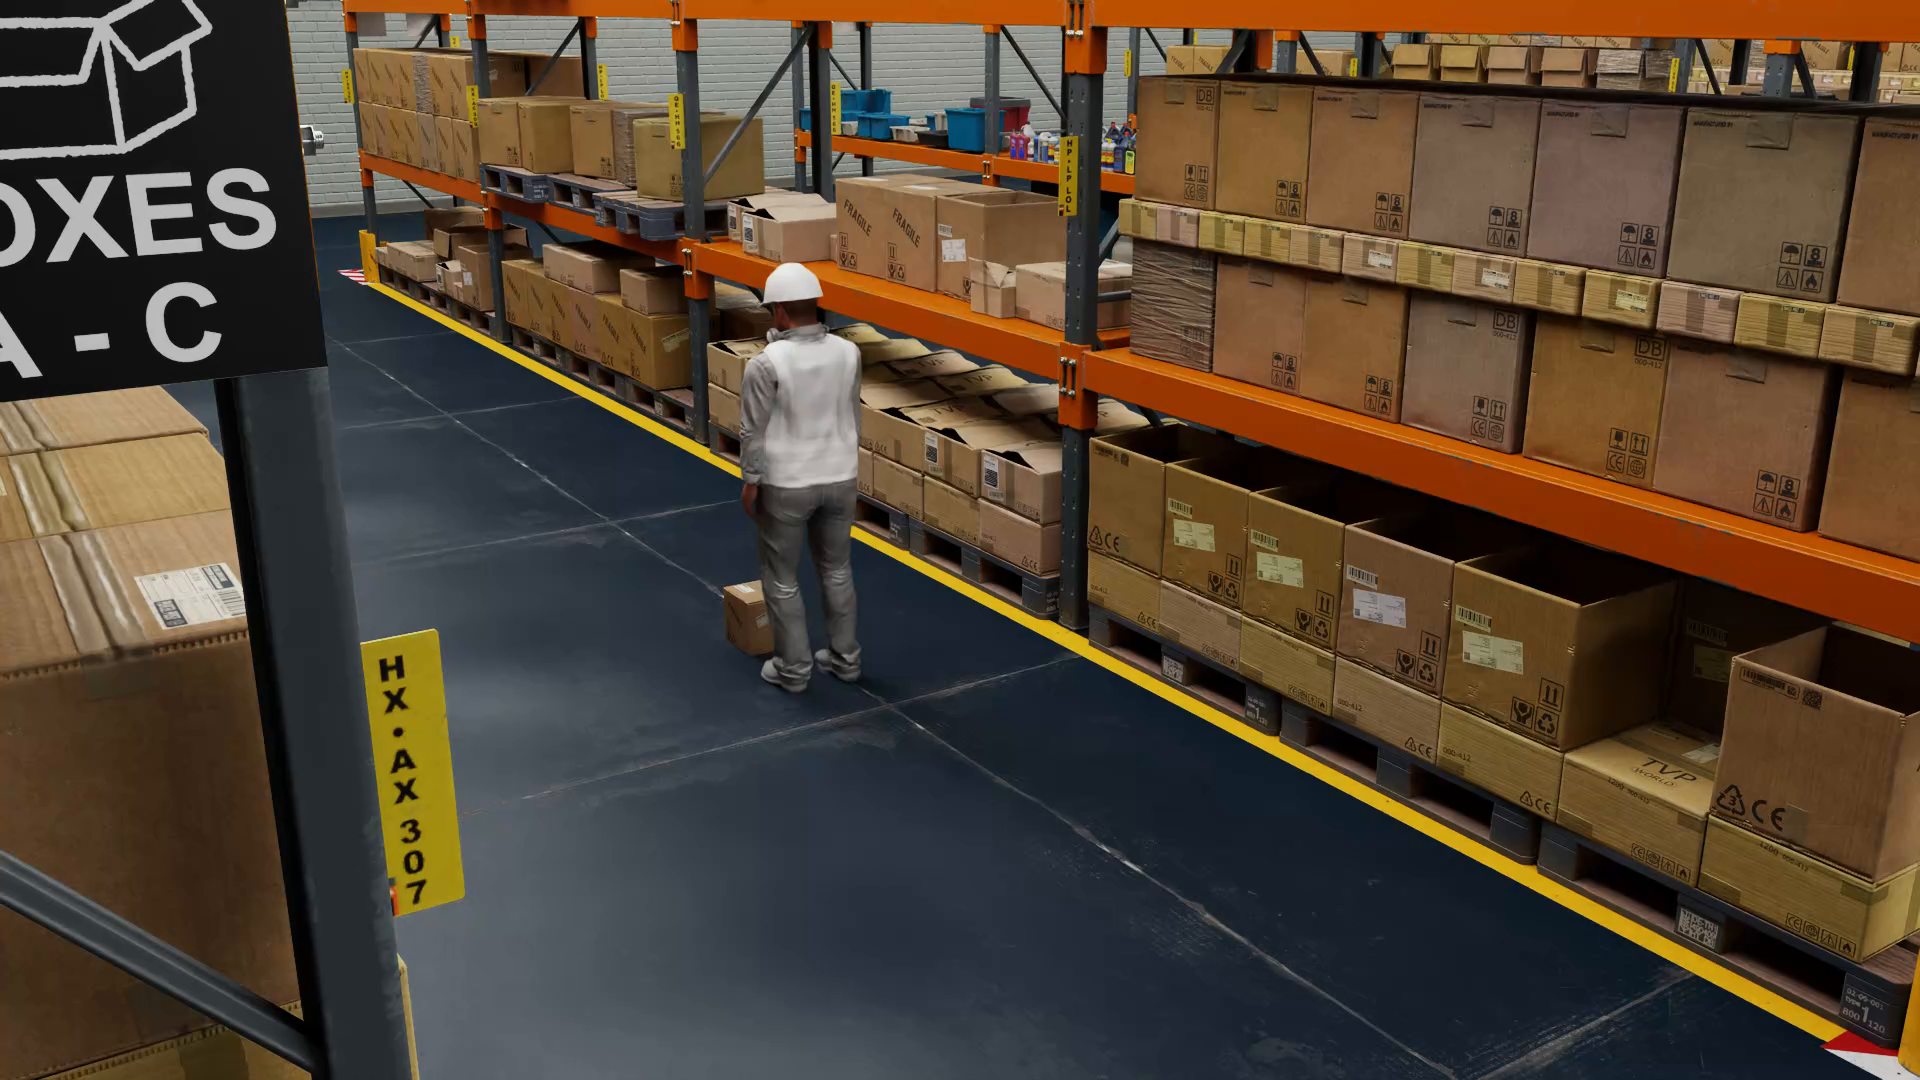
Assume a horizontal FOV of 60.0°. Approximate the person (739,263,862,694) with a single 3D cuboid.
[{"bbox_3d":[-0.649,-0.244,6.792,0.535,1.764,0.363,-11,21,-30],"label":"person"}]
